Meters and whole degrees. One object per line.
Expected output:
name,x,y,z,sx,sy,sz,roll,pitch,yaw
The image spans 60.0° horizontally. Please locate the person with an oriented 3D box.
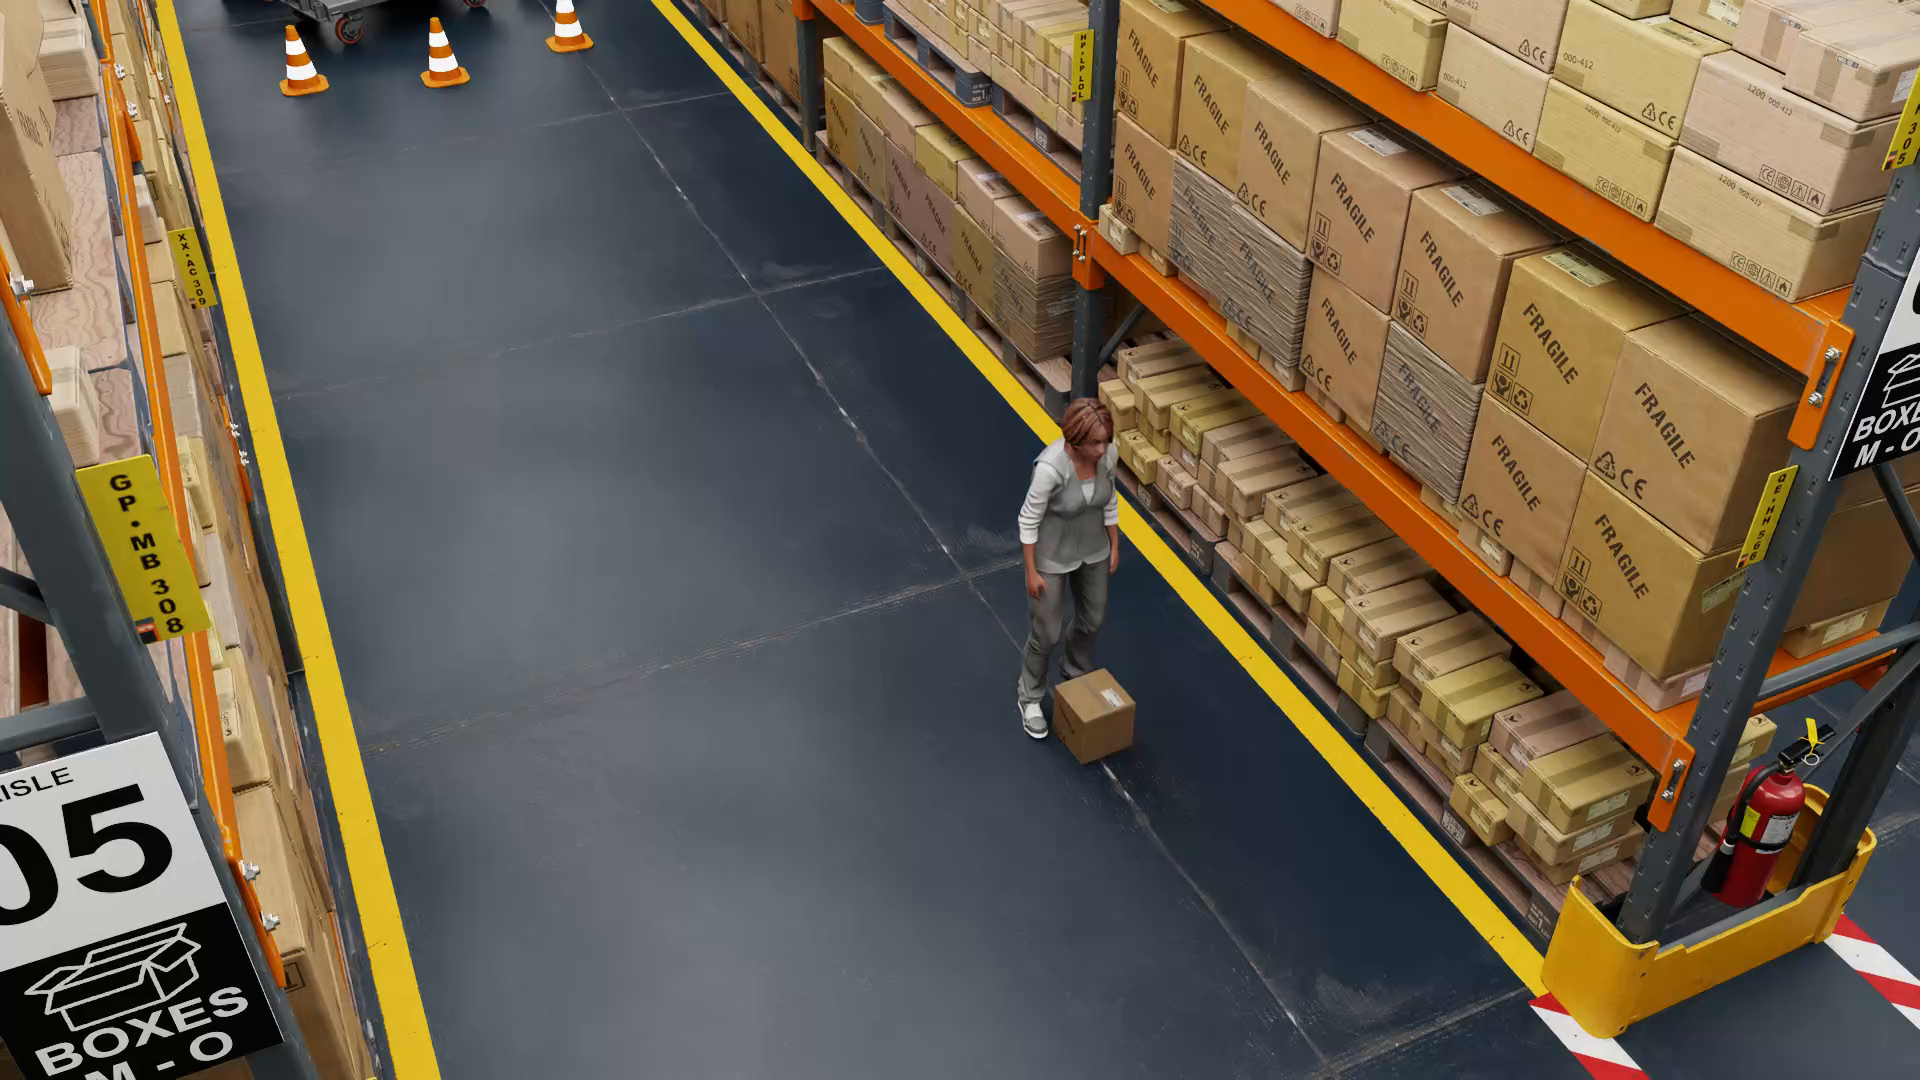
person,0.445,0.082,6.756,0.464,1.593,0.343,-18,41,-22
